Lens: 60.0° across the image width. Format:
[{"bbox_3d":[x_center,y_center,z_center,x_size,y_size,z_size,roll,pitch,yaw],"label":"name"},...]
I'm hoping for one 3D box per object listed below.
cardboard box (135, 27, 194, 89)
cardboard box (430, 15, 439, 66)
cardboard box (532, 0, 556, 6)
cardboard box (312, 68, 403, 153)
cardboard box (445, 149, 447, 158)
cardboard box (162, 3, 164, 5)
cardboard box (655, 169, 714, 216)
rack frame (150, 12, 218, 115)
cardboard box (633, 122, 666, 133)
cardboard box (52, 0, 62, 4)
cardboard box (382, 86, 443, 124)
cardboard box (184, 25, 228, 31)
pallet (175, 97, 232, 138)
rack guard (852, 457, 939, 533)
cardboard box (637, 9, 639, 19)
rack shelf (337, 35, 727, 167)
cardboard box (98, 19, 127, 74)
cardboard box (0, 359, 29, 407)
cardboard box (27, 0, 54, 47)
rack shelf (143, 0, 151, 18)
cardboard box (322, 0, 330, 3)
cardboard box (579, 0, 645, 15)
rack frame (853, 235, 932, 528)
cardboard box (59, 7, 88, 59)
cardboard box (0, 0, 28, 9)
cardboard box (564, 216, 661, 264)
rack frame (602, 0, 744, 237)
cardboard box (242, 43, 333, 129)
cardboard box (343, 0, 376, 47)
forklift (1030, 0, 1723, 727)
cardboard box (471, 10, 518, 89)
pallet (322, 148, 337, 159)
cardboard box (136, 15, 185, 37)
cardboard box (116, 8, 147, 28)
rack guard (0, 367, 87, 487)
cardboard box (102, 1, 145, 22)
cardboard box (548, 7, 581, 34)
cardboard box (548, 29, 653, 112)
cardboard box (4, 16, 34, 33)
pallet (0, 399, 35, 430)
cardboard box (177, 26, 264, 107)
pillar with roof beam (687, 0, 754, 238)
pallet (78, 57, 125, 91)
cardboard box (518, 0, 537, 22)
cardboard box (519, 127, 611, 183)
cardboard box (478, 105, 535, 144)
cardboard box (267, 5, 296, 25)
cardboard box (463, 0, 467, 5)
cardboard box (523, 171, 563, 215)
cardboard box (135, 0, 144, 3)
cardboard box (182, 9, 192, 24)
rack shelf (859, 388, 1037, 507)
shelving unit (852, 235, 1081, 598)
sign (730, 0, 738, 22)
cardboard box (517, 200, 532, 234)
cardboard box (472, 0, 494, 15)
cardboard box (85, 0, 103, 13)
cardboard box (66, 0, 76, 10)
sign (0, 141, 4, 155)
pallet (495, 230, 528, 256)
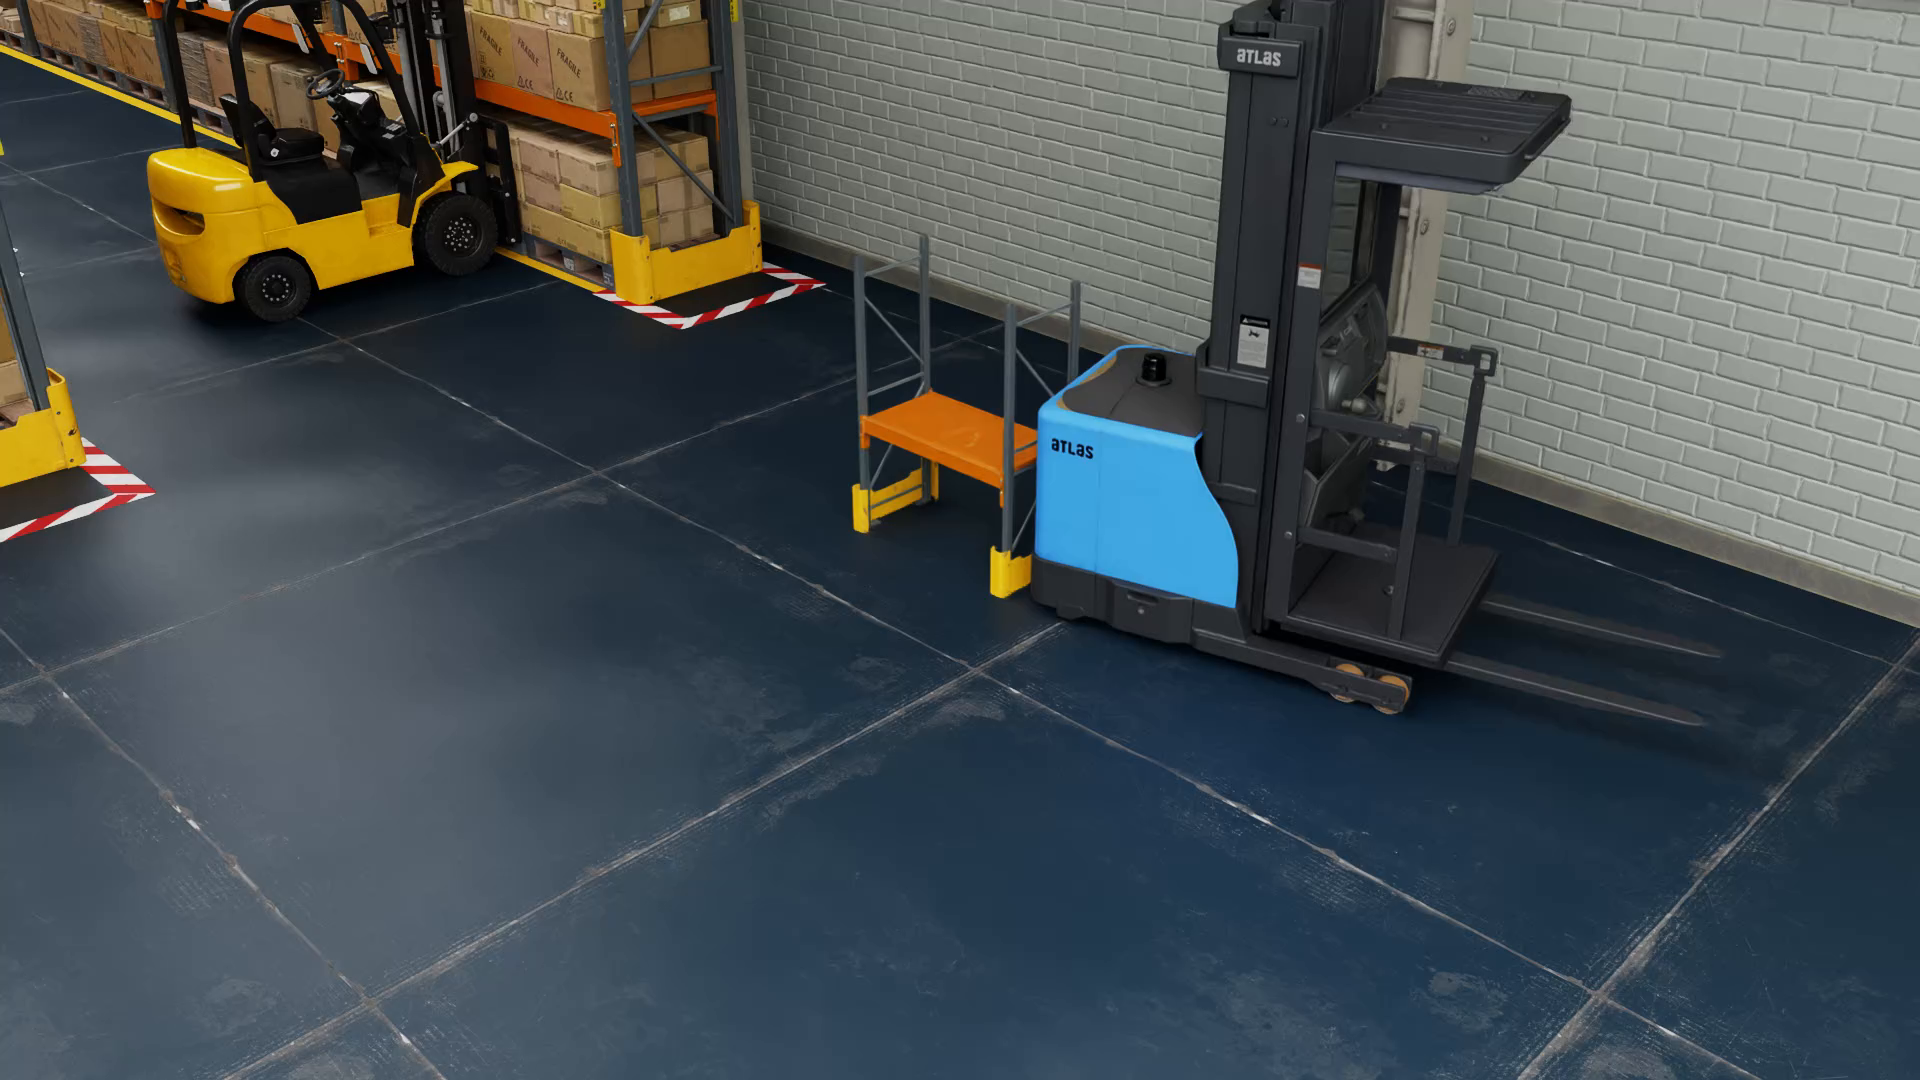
[{"bbox_3d":[-8.182,-5.021,17.310,0.500,0.500,0.500,-24,36,-38],"label":"cardboard box"},{"bbox_3d":[-3.999,-4.053,13.128,0.500,0.500,0.500,24,36,38],"label":"cardboard box"},{"bbox_3d":[-2.831,-3.921,11.860,0.380,0.149,0.250,-24,36,-38],"label":"cardboard box"},{"bbox_3d":[-5.257,-3.871,14.989,0.875,0.625,0.625,-23,36,-37],"label":"cardboard box"},{"bbox_3d":[-4.038,-3.168,13.518,0.500,0.250,0.500,24,36,38],"label":"cardboard box"},{"bbox_3d":[-8.416,-5.785,18.066,0.250,0.149,0.380,23,35,36],"label":"cardboard box"},{"bbox_3d":[-2.215,-2.677,12.584,0.500,0.250,0.500,-25,36,-38],"label":"cardboard box"},{"bbox_3d":[-7.729,-5.875,16.699,0.127,3.000,1.000,25,36,38],"label":"rack frame"},{"bbox_3d":[-2.594,-3.057,12.770,0.500,0.250,0.500,25,36,38],"label":"cardboard box"},{"bbox_3d":[-10.070,-6.196,18.849,0.250,0.149,0.380,22,35,36],"label":"cardboard box"},{"bbox_3d":[-4.395,-3.549,13.705,0.500,0.250,0.500,25,36,38],"label":"cardboard box"},{"bbox_3d":[-7.833,-5.185,17.622,0.500,0.500,0.500,-24,36,-37],"label":"cardboard box"},{"bbox_3d":[-7.170,-4.359,16.813,1.213,0.211,1.003,25,36,38],"label":"pallet"},{"bbox_3d":[-0.341,-0.254,8.965,0.087,0.250,0.587,24,36,38],"label":"rack guard"},{"bbox_3d":[-2.306,-3.852,12.048,0.250,0.149,0.380,25,36,38],"label":"cardboard box"},{"bbox_3d":[-3.451,-3.599,13.144,4.000,0.370,1.077,25,36,38],"label":"rack shelf"},{"bbox_3d":[-8.906,-5.357,17.950,0.500,0.500,0.500,-23,36,-37],"label":"cardboard box"},{"bbox_3d":[-5.884,-0.940,9.817,0.500,0.250,0.500,24,36,38],"label":"cardboard box"},{"bbox_3d":[-10.395,-6.027,19.223,0.500,0.500,0.500,-23,36,-37],"label":"cardboard box"},{"bbox_3d":[-9.156,-6.209,18.108,4.000,0.370,1.077,25,36,38],"label":"rack shelf"},{"bbox_3d":[-5.407,-4.800,14.279,0.500,0.250,0.500,24,36,37],"label":"cardboard box"},{"bbox_3d":[-2.428,-3.774,11.581,0.250,0.149,0.380,25,36,38],"label":"cardboard box"},{"bbox_3d":[-0.342,-0.808,8.675,0.032,1.500,0.500,24,36,38],"label":"rack frame"},{"bbox_3d":[-9.655,-5.692,18.587,0.500,0.500,0.500,23,36,37],"label":"cardboard box"},{"bbox_3d":[-11.742,-6.703,20.509,0.500,0.500,0.700,23,35,37],"label":"cardboard box"},{"bbox_3d":[-2.581,-2.282,12.370,0.500,0.250,0.500,25,37,39],"label":"cardboard box"},{"bbox_3d":[-2.025,-3.264,11.735,0.127,3.000,1.000,25,36,38],"label":"rack frame"},{"bbox_3d":[-6.343,-4.371,15.941,0.625,0.625,0.875,23,35,36],"label":"cardboard box"},{"bbox_3d":[-4.744,-4.382,13.754,0.500,0.500,0.500,23,36,37],"label":"cardboard box"},{"bbox_3d":[1.882,-0.816,7.153,3.031,2.935,1.130,15,31,26],"label":"forklift"},{"bbox_3d":[-3.289,-3.722,12.497,0.500,0.500,0.500,24,36,37],"label":"cardboard box"},{"bbox_3d":[-5.430,-3.563,15.299,1.213,0.211,1.003,25,36,38],"label":"pallet"},{"bbox_3d":[-8.259,-5.318,17.179,0.250,0.149,0.380,23,35,36],"label":"cardboard box"},{"bbox_3d":[-8.632,-5.498,17.520,0.250,0.149,0.380,23,36,37],"label":"cardboard box"},{"bbox_3d":[-5.556,-0.534,9.229,0.348,0.500,1.175,25,36,38],"label":"rack guard"},{"bbox_3d":[-8.967,-5.680,17.867,0.250,0.149,0.380,24,36,38],"label":"cardboard box"},{"bbox_3d":[-2.672,-3.689,11.739,0.380,0.149,0.250,-25,36,-38],"label":"cardboard box"},{"bbox_3d":[-2.560,-3.382,11.852,0.500,0.500,0.500,24,36,37],"label":"cardboard box"},{"bbox_3d":[-11.185,-6.188,19.908,0.250,0.149,0.380,23,36,37],"label":"cardboard box"},{"bbox_3d":[-6.111,-0.683,9.823,1.213,0.211,1.003,25,36,38],"label":"pallet"},{"bbox_3d":[-7.294,-4.801,16.759,0.875,0.625,0.625,-24,36,-38],"label":"cardboard box"},{"bbox_3d":[-4.908,-5.017,8.623,0.400,9.000,9.100,25,36,38],"label":"pillar with roof beam"},{"bbox_3d":[-9.101,-5.295,18.593,1.213,0.211,1.003,25,36,38],"label":"pallet"},{"bbox_3d":[-2.982,-3.879,12.100,0.250,0.149,0.380,24,36,38],"label":"cardboard box"},{"bbox_3d":[-2.940,-2.887,12.447,0.500,0.250,0.500,-25,36,-38],"label":"cardboard box"},{"bbox_3d":[-3.663,-3.216,13.073,0.500,0.250,0.500,24,36,37],"label":"cardboard box"},{"bbox_3d":[-5.782,-4.743,14.708,0.500,0.250,0.500,24,36,38],"label":"cardboard box"},{"bbox_3d":[-3.746,-4.198,12.707,0.250,0.149,0.380,24,36,37],"label":"cardboard box"},{"bbox_3d":[-2.941,-2.677,12.584,0.500,0.250,0.500,24,36,38],"label":"cardboard box"},{"bbox_3d":[-8.842,-5.919,18.322,0.250,0.149,0.380,25,37,39],"label":"cardboard box"},{"bbox_3d":[-8.053,-5.610,17.735,0.380,0.149,0.250,-24,36,-38],"label":"cardboard box"},{"bbox_3d":[0.023,-0.484,8.446,1.000,0.185,0.538,24,36,38],"label":"rack shelf"},{"bbox_3d":[0.017,-0.647,8.368,1.083,1.500,0.587,24,36,38],"label":"shelving unit"},{"bbox_3d":[-1.631,-3.865,11.862,0.005,0.325,0.100,25,36,38],"label":"sign"},{"bbox_3d":[-3.280,-2.613,13.000,0.500,0.250,0.500,-25,37,-39],"label":"cardboard box"},{"bbox_3d":[-3.400,-4.026,12.380,0.250,0.149,0.380,25,37,39],"label":"cardboard box"},{"bbox_3d":[-9.325,-5.857,18.204,0.250,0.149,0.380,25,37,39],"label":"cardboard box"},{"bbox_3d":[-9.713,-6.018,18.509,0.250,0.149,0.380,24,36,38],"label":"cardboard box"},{"bbox_3d":[-5.122,-2.179,8.741,0.005,0.325,0.100,25,36,38],"label":"sign"},{"bbox_3d":[-3.465,-2.664,13.589,1.213,0.211,1.003,25,36,38],"label":"pallet"}]
